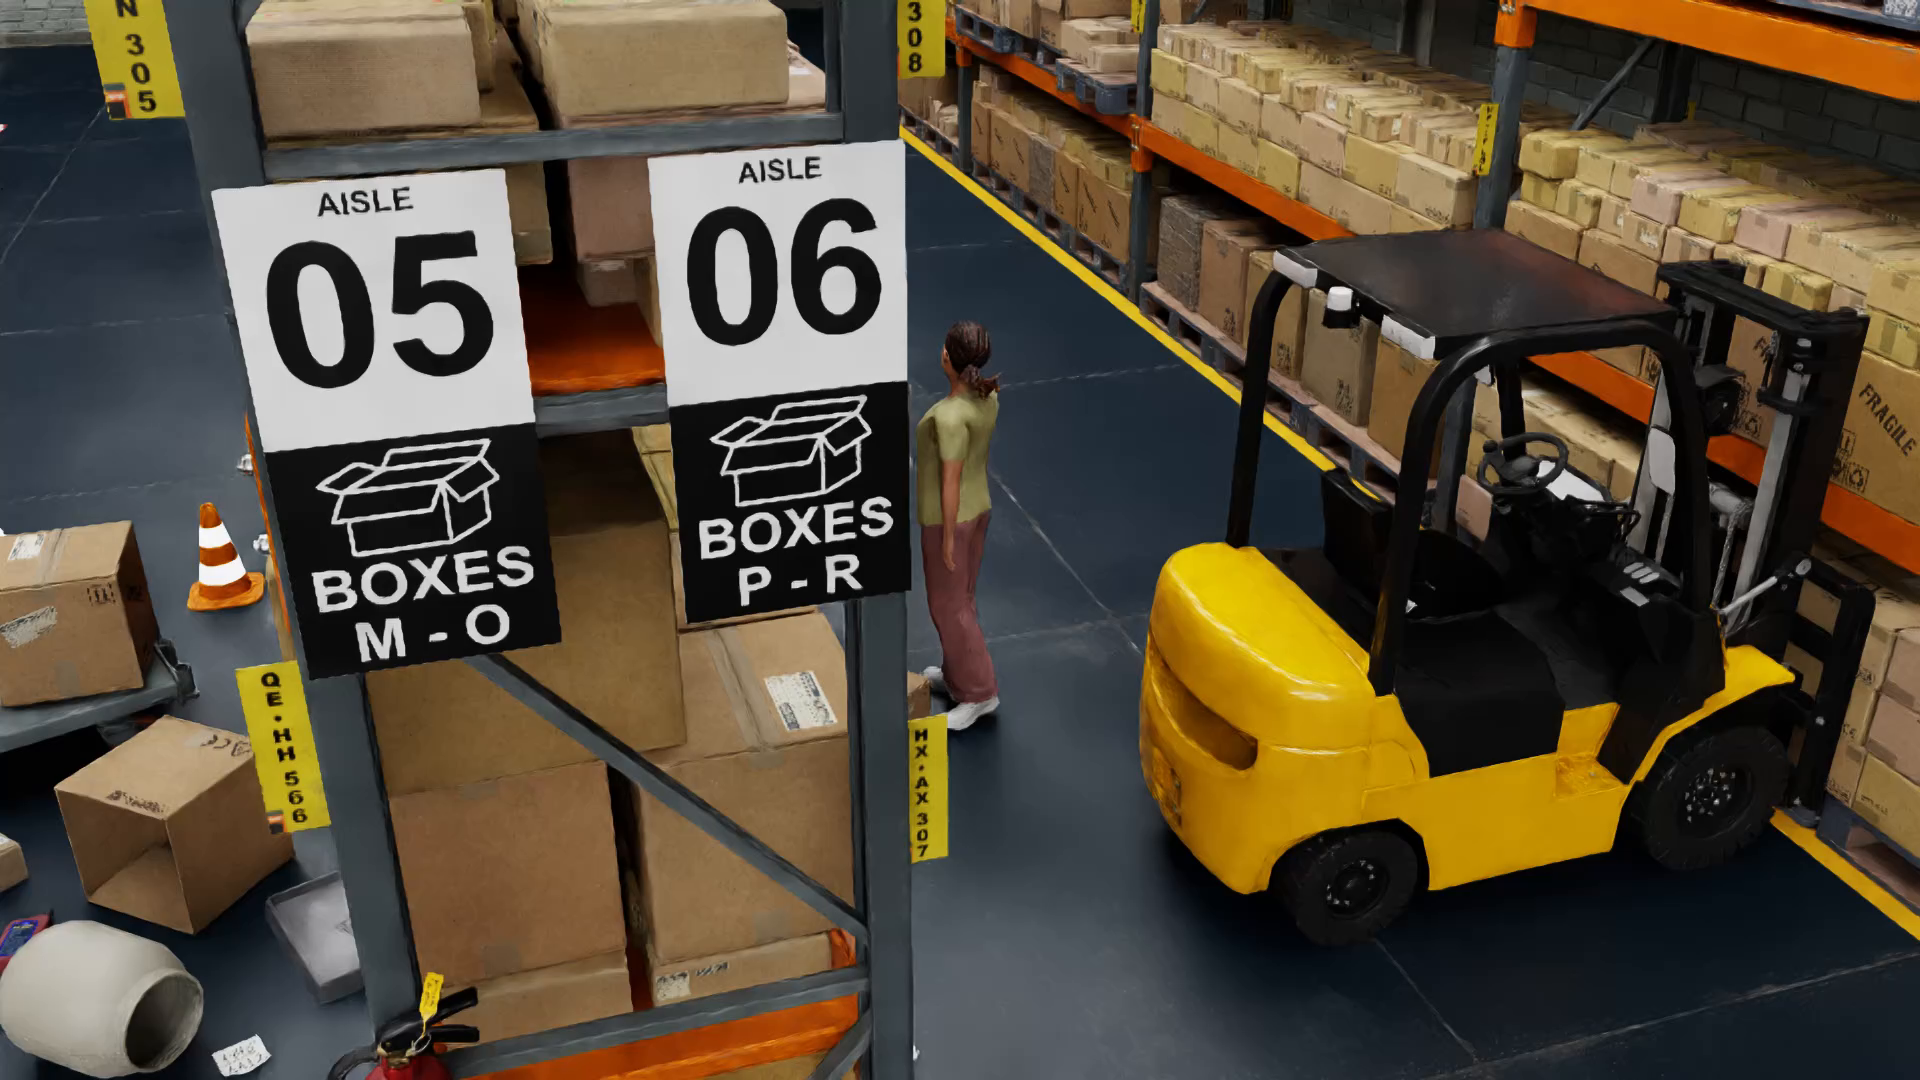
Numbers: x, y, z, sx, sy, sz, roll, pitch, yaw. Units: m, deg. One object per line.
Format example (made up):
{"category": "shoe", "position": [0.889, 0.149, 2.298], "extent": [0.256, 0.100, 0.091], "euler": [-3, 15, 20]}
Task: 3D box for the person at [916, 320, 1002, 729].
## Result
{"category": "person", "position": [-0.011, -0.061, 6.728], "extent": [0.431, 1.679, 0.542], "euler": [12, 29, 23]}
